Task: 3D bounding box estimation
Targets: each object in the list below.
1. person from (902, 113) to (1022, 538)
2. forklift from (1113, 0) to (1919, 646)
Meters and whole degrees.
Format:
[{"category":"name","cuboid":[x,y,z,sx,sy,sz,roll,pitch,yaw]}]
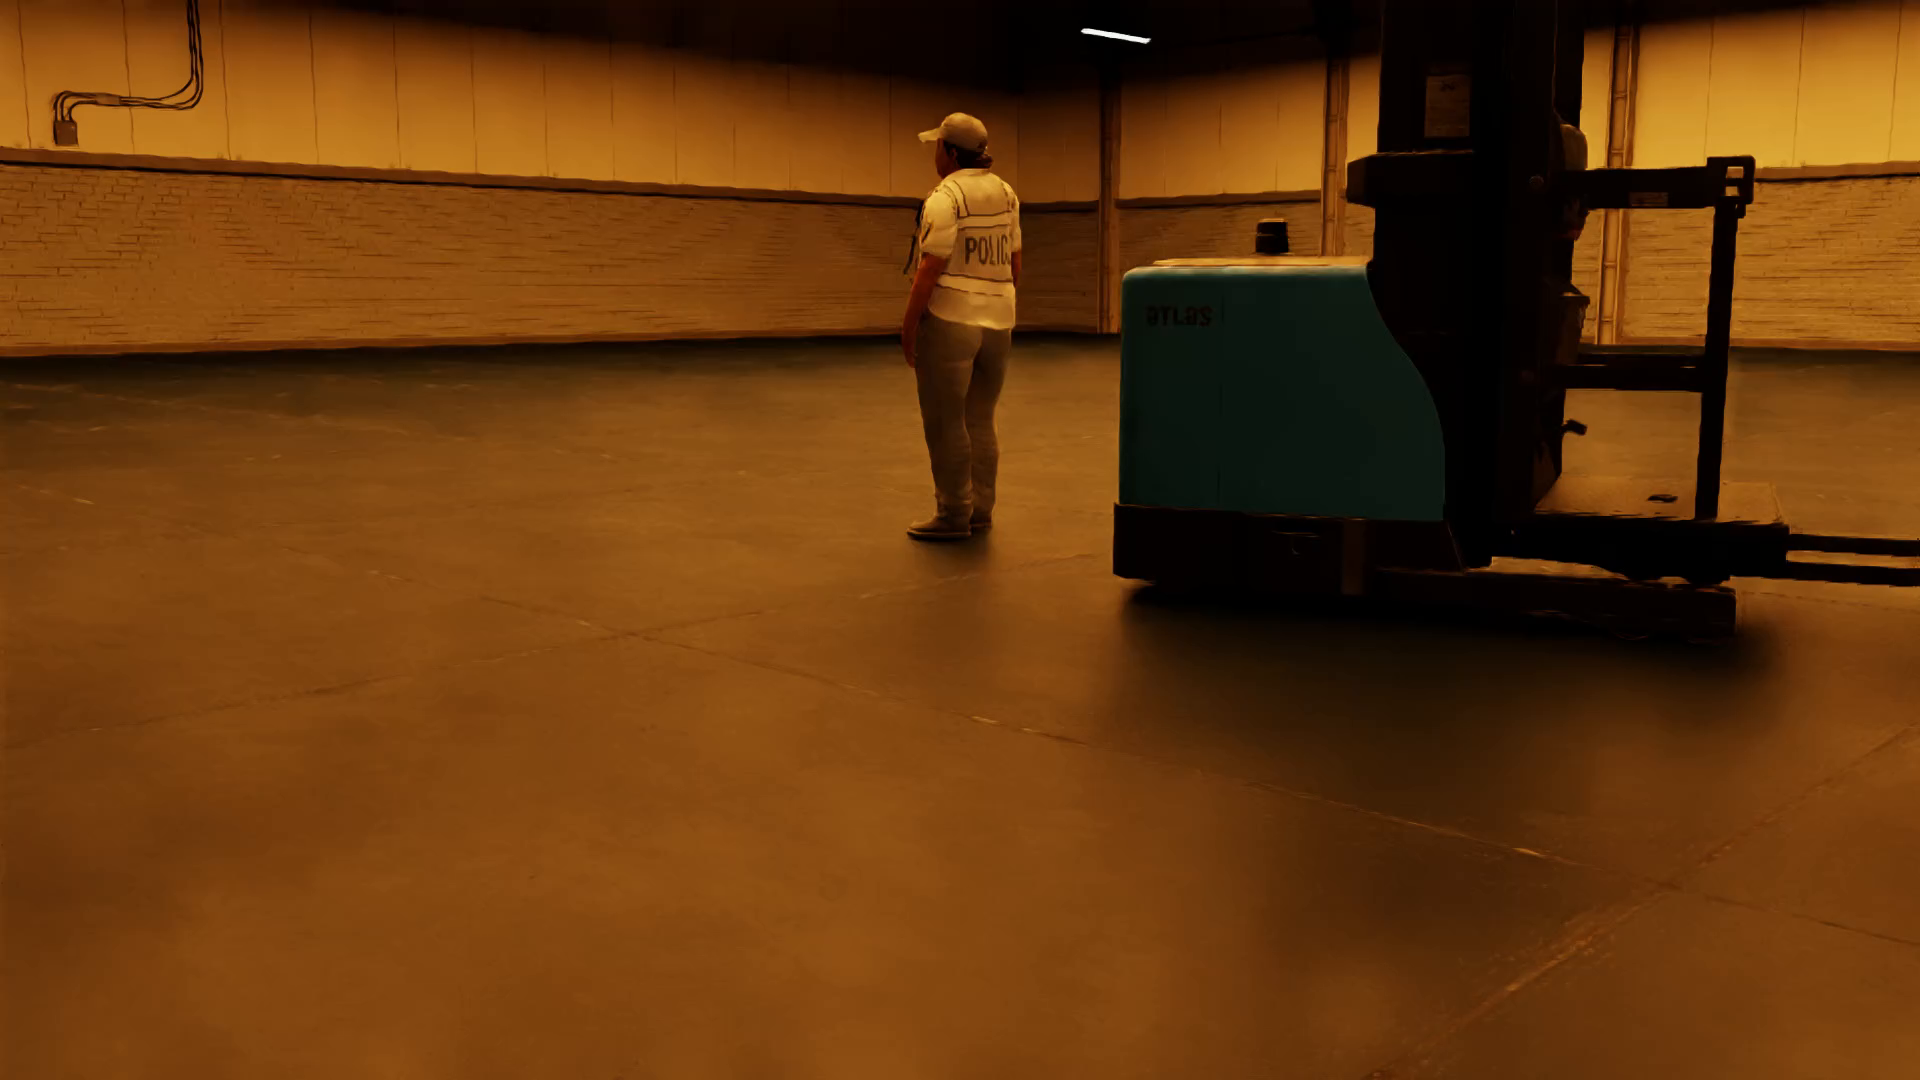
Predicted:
[{"category":"person","cuboid":[-0.039,-0.842,6.661,0.529,1.669,0.598,8,12,43]},{"category":"forklift","cuboid":[2.070,-1.238,5.096,3.031,2.935,1.130,4,9,24]}]
